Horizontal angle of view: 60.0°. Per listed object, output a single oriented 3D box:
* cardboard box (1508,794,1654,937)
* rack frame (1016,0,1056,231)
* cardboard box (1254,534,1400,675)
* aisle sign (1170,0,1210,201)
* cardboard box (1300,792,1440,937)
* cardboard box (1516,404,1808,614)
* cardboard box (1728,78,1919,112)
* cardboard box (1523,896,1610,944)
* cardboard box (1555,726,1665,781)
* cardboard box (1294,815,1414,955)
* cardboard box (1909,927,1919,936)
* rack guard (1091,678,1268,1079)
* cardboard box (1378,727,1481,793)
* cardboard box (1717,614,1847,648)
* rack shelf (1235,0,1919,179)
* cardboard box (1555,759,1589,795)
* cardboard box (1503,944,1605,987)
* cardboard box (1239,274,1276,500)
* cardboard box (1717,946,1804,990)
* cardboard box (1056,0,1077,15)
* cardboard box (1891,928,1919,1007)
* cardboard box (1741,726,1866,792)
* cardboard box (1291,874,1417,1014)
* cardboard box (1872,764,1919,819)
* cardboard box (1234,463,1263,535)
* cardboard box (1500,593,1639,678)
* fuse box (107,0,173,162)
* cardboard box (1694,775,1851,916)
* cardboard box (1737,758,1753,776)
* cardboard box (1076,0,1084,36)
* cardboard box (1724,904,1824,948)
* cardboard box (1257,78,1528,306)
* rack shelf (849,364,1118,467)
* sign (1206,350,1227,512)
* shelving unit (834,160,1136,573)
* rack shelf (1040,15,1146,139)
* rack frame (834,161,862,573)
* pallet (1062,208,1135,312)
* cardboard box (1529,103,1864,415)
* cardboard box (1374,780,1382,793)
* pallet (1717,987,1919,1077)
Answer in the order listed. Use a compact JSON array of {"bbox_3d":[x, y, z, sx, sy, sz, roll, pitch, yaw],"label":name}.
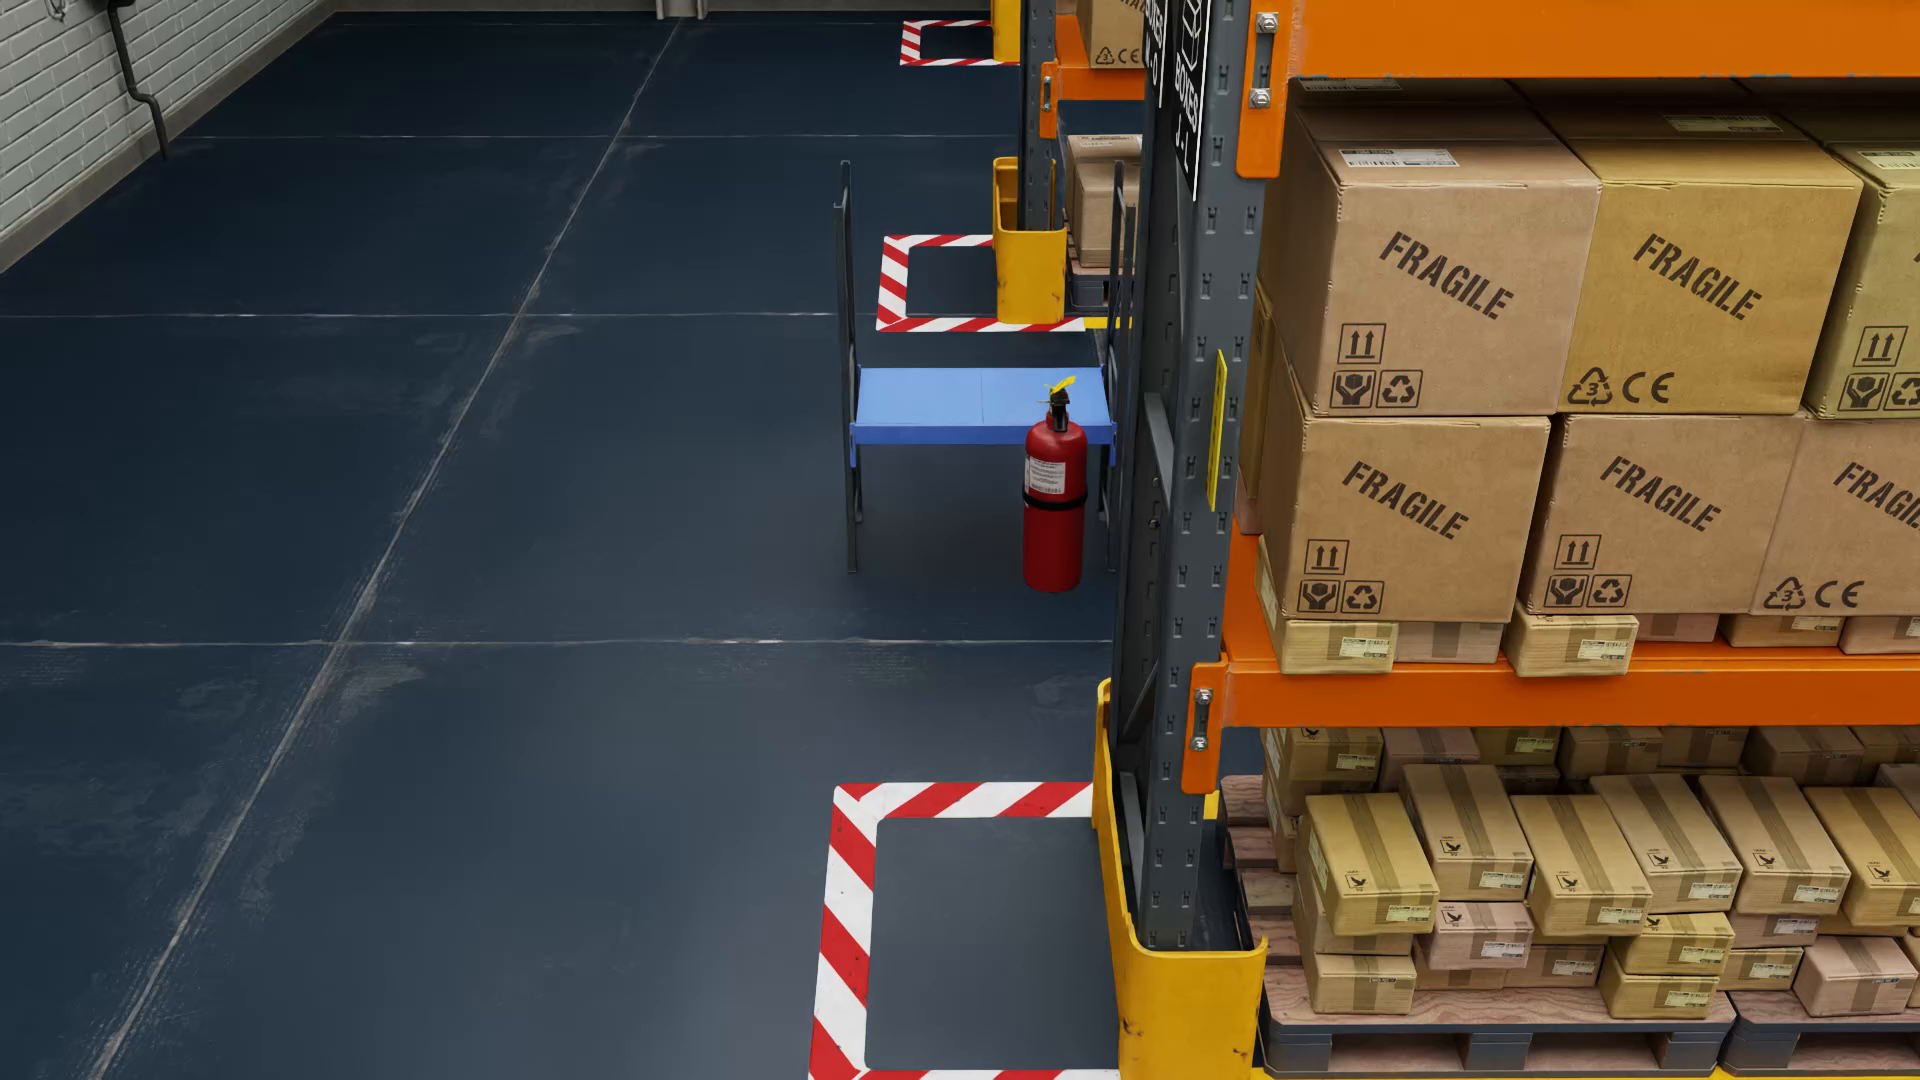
[{"bbox_3d":[1.572,0.829,4.261,0.250,0.149,0.380,0,31,0],"label":"cardboard box"},{"bbox_3d":[0.387,-2.700,8.308,0.127,3.000,1.000,0,31,0],"label":"rack frame"},{"bbox_3d":[0.844,0.144,3.863,0.250,0.149,0.380,0,31,-1],"label":"cardboard box"},{"bbox_3d":[0.447,-1.088,3.146,0.004,0.787,0.394,0,31,0],"label":"aisle sign"},{"bbox_3d":[1.044,0.827,4.265,0.250,0.149,0.380,-2,31,-3],"label":"cardboard box"},{"bbox_3d":[1.504,-0.175,3.764,0.500,0.500,0.500,0,31,0],"label":"cardboard box"},{"bbox_3d":[2.001,-0.868,3.942,0.500,0.500,0.500,1,31,2],"label":"cardboard box"},{"bbox_3d":[1.562,0.893,4.443,0.250,0.149,0.380,0,31,0],"label":"cardboard box"},{"bbox_3d":[1.815,0.514,4.782,0.250,0.149,0.380,-1,31,-2],"label":"cardboard box"},{"bbox_3d":[1.044,0.911,4.413,0.250,0.149,0.380,1,31,2],"label":"cardboard box"},{"bbox_3d":[2.625,0.880,4.464,0.250,0.149,0.380,1,31,2],"label":"cardboard box"},{"bbox_3d":[0.594,0.936,4.725,0.348,0.500,1.175,0,31,0],"label":"rack guard"},{"bbox_3d":[1.298,0.548,4.725,0.250,0.149,0.380,0,31,1],"label":"cardboard box"},{"bbox_3d":[1.897,0.089,3.955,0.250,0.149,0.380,0,31,-1],"label":"cardboard box"},{"bbox_3d":[2.518,-1.114,3.496,4.000,0.370,1.077,0,31,0],"label":"rack shelf"},{"bbox_3d":[1.833,0.680,4.794,0.250,0.149,0.380,-1,31,-1],"label":"cardboard box"},{"bbox_3d":[1.553,1.024,4.515,0.250,0.149,0.380,0,31,0],"label":"cardboard box"},{"bbox_3d":[0.966,-0.437,4.196,0.500,0.500,0.500,0,31,1],"label":"cardboard box"},{"bbox_3d":[2.064,1.029,4.505,0.250,0.149,0.380,0,31,0],"label":"cardboard box"},{"bbox_3d":[0.966,-4.340,13.012,0.637,0.503,0.797,-1,31,-2],"label":"cardboard box"},{"bbox_3d":[2.591,1.059,4.456,0.250,0.149,0.380,0,31,0],"label":"cardboard box"},{"bbox_3d":[2.348,0.541,4.737,0.250,0.149,0.380,-1,31,-2],"label":"cardboard box"},{"bbox_3d":[1.044,1.071,4.436,0.250,0.149,0.380,0,31,1],"label":"cardboard box"},{"bbox_3d":[2.611,0.762,4.372,0.250,0.149,0.380,0,31,0],"label":"cardboard box"},{"bbox_3d":[0.842,-0.173,4.385,0.250,0.149,0.380,0,31,0],"label":"cardboard box"},{"bbox_3d":[1.368,0.149,3.856,0.250,0.149,0.380,-1,31,-2],"label":"cardboard box"},{"bbox_3d":[-5.118,-3.209,10.390,0.414,1.711,0.539,0,31,0],"label":"fuse box"},{"bbox_3d":[2.097,0.790,4.327,0.250,0.149,0.380,1,31,2],"label":"cardboard box"},{"bbox_3d":[2.338,0.628,4.880,0.250,0.149,0.380,1,31,2],"label":"cardboard box"},{"bbox_3d":[0.868,-2.881,8.511,0.500,0.500,0.500,0,31,0],"label":"cardboard box"},{"bbox_3d":[2.084,0.898,4.435,0.250,0.149,0.380,-2,31,-3],"label":"cardboard box"},{"bbox_3d":[0.974,-0.860,3.929,0.500,0.500,0.500,-1,31,-1],"label":"cardboard box"},{"bbox_3d":[0.085,-0.488,6.455,1.000,0.185,0.538,0,31,0],"label":"rack shelf"},{"bbox_3d":[0.521,-0.221,3.388,0.005,0.325,0.100,0,31,0],"label":"sign"},{"bbox_3d":[0.085,-0.641,6.361,1.048,1.500,0.538,0,31,0],"label":"shelving unit"},{"bbox_3d":[2.387,-2.399,8.505,4.000,0.370,1.077,0,31,0],"label":"rack shelf"},{"bbox_3d":[-0.423,-0.640,6.359,0.032,1.500,0.500,0,31,0],"label":"rack frame"},{"bbox_3d":[1.186,-1.551,9.102,1.213,0.211,1.003,0,31,0],"label":"pallet"},{"bbox_3d":[1.473,-0.599,3.498,0.500,0.500,0.500,1,31,1],"label":"cardboard box"},{"bbox_3d":[1.306,0.657,4.832,0.250,0.149,0.380,-1,31,-1],"label":"cardboard box"},{"bbox_3d":[2.624,1.073,4.778,1.213,0.211,1.003,0,31,0],"label":"pallet"}]
